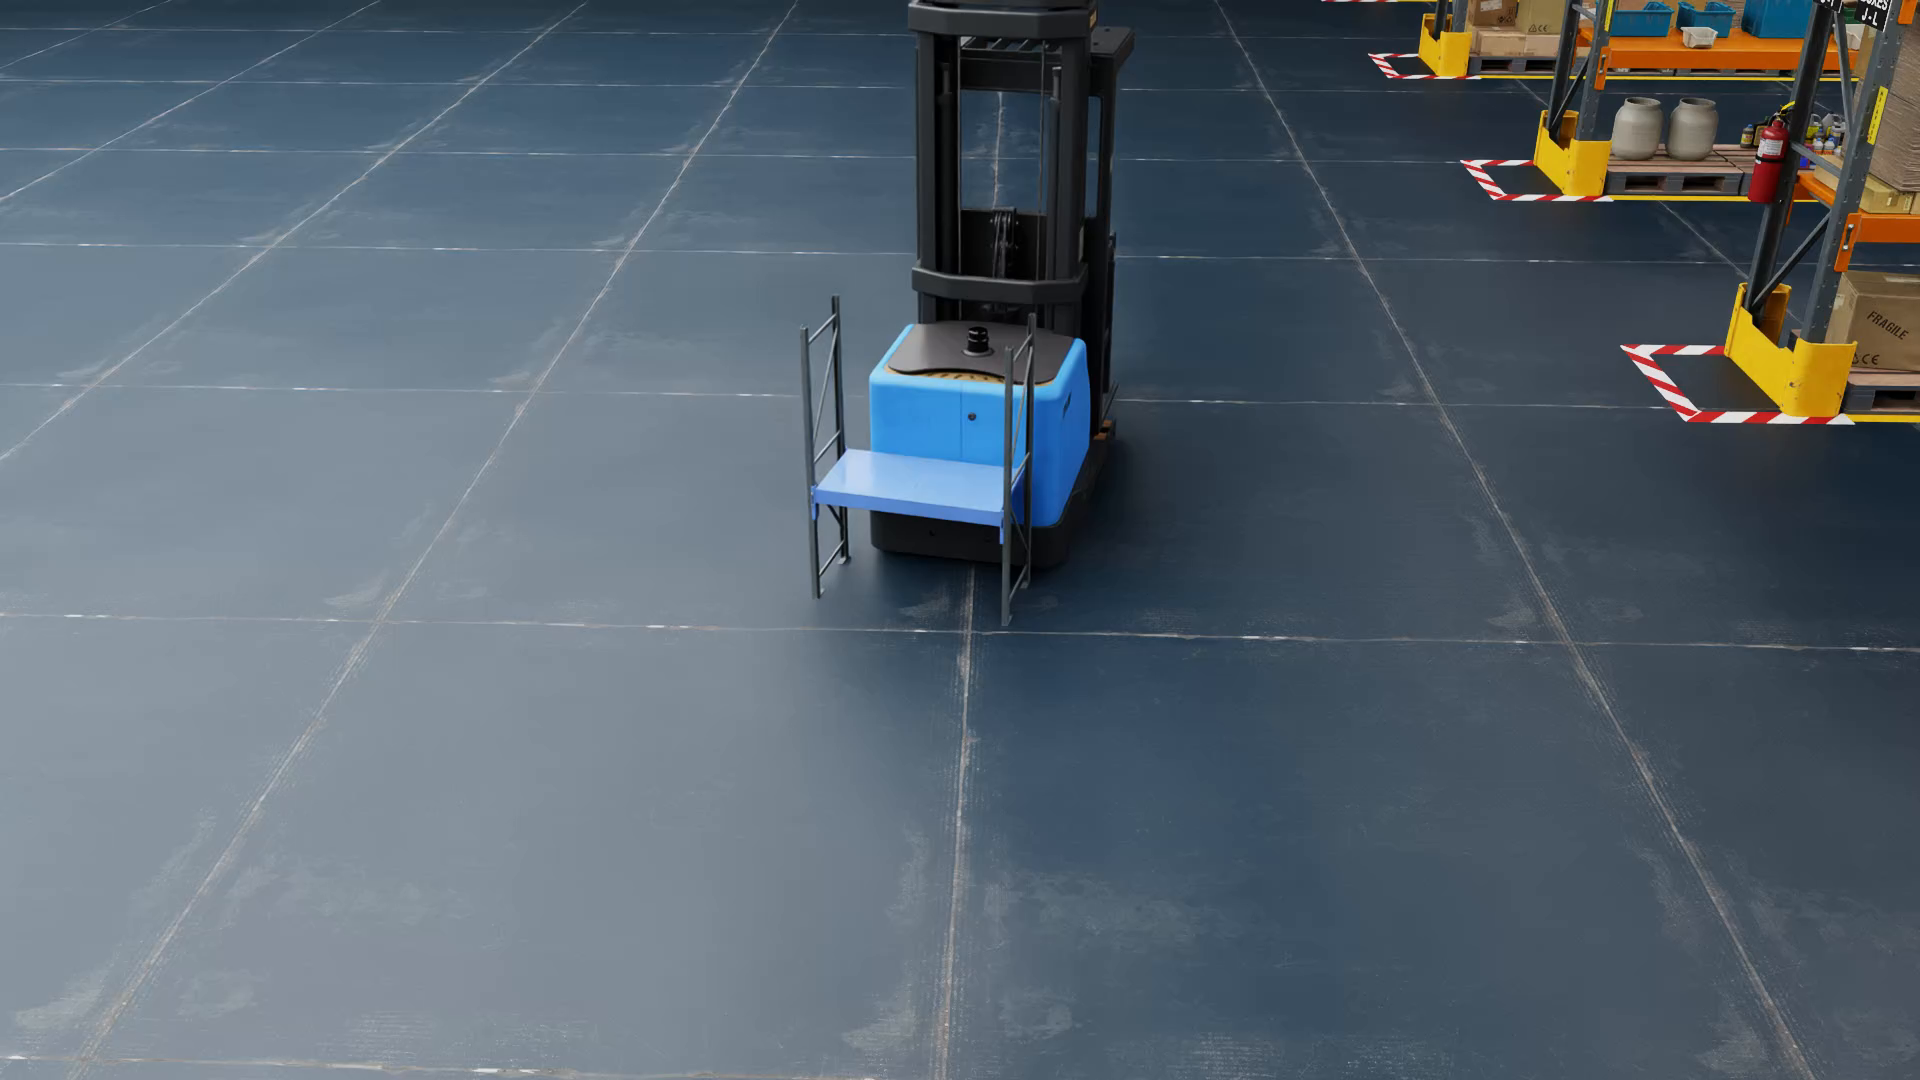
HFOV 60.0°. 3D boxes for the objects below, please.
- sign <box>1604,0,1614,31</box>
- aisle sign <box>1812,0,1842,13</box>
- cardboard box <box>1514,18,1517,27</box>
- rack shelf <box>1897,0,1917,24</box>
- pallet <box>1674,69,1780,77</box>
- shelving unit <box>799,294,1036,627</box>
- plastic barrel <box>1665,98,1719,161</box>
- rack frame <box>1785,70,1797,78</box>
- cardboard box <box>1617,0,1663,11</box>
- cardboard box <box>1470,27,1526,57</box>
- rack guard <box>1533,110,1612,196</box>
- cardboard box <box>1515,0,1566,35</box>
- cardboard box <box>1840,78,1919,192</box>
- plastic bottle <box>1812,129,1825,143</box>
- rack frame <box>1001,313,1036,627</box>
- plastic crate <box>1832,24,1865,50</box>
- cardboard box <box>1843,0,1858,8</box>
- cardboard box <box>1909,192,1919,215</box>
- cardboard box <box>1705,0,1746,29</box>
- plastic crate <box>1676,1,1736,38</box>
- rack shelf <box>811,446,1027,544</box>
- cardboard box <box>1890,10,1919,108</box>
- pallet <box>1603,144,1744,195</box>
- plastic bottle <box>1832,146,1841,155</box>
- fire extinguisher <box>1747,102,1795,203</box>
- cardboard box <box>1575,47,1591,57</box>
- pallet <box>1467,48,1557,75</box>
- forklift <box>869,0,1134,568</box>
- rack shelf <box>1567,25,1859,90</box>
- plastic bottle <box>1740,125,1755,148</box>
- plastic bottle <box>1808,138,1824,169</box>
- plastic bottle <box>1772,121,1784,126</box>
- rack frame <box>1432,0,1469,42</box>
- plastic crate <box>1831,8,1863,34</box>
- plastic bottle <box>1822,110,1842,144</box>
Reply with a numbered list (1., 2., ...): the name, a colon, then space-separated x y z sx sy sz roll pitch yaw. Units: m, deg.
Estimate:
1. sign: 5.619 -4.577 14.386 0.005 0.325 0.100 1 28 2
2. aisle sign: 5.416 -3.684 10.221 0.004 0.787 0.394 1 28 2
3. cardboard box: 6.868 -6.128 20.095 0.500 0.250 0.500 1 28 2
4. rack shelf: 7.466 -3.368 9.967 4.000 0.370 1.077 1 28 2
5. pallet: 9.025 -5.765 19.901 1.213 0.211 1.003 1 28 2
6. shelving unit: -0.199 -0.398 8.399 1.048 1.500 0.538 7 29 14
7. plastic barrel: 6.804 -3.815 15.452 0.421 0.512 0.421 0 28 0
8. rack frame: 9.819 -6.965 19.186 0.127 3.000 1.000 1 28 2
9. cardboard box: 7.848 -6.194 19.418 0.500 0.500 0.500 1 28 2
10. cardboard box: 6.349 -5.889 19.643 0.500 0.250 0.500 1 28 2
11. rack guard: 5.720 -3.629 15.561 0.348 0.500 1.175 1 28 2
12. cardboard box: 6.849 -6.212 19.453 0.500 0.500 0.500 1 28 2
13. cardboard box: 6.016 -2.548 10.429 0.500 0.500 0.875 1 28 2
14. plastic bottle: 8.088 -3.768 15.673 0.097 0.201 0.097 0 28 0
15. rack frame: 0.291 -0.334 8.279 0.032 1.500 0.500 7 29 14
16. plastic crate: 8.008 -4.438 14.701 0.437 0.136 0.530 1 28 2
17. cardboard box: 10.754 -6.305 19.830 0.500 0.311 0.500 2 28 3
18. cardboard box: 5.993 -2.154 10.378 0.250 0.149 0.380 1 28 2
19. cardboard box: 8.848 -6.186 19.403 0.500 0.500 0.500 1 28 2
20. plastic crate: 6.802 -4.765 15.195 0.408 0.251 0.499 1 28 2
21. rack shelf: -0.199 -0.239 8.484 1.000 0.185 0.538 7 29 14
22. cardboard box: 6.008 -2.875 9.978 0.500 0.500 0.500 1 28 2
23. pallet: 6.532 -3.485 15.599 1.213 0.211 1.003 1 28 2
24. plastic bottle: 7.985 -3.486 15.141 0.097 0.201 0.097 0 28 0
25. fire extinguisher: 5.370 -2.577 10.992 0.183 0.674 0.296 1 28 2
26. cardboard box: 7.349 -5.873 19.615 0.500 0.250 0.500 1 28 2
27. pallet: 6.587 -5.806 19.977 1.213 0.211 1.003 1 28 2
28. forklift: 0.352 -1.820 9.553 1.130 2.935 3.031 6 29 12
29. rack shelf: 7.641 -4.361 15.043 4.000 0.370 1.077 1 28 2
30. plastic bottle: 7.493 -3.845 15.819 0.097 0.201 0.097 0 28 0
31. plastic bottle: 7.786 -3.520 15.130 0.097 0.271 0.097 0 28 0
32. plastic bottle: 7.744 -3.861 15.770 0.135 0.276 0.152 1 28 2
33. rack frame: 5.821 -7.031 19.310 0.127 3.000 1.000 1 28 2
34. plastic crate: 8.293 -4.707 15.153 0.662 0.188 0.450 1 28 2
35. plastic bottle: 8.234 -3.888 15.740 0.185 0.351 0.144 1 28 1
